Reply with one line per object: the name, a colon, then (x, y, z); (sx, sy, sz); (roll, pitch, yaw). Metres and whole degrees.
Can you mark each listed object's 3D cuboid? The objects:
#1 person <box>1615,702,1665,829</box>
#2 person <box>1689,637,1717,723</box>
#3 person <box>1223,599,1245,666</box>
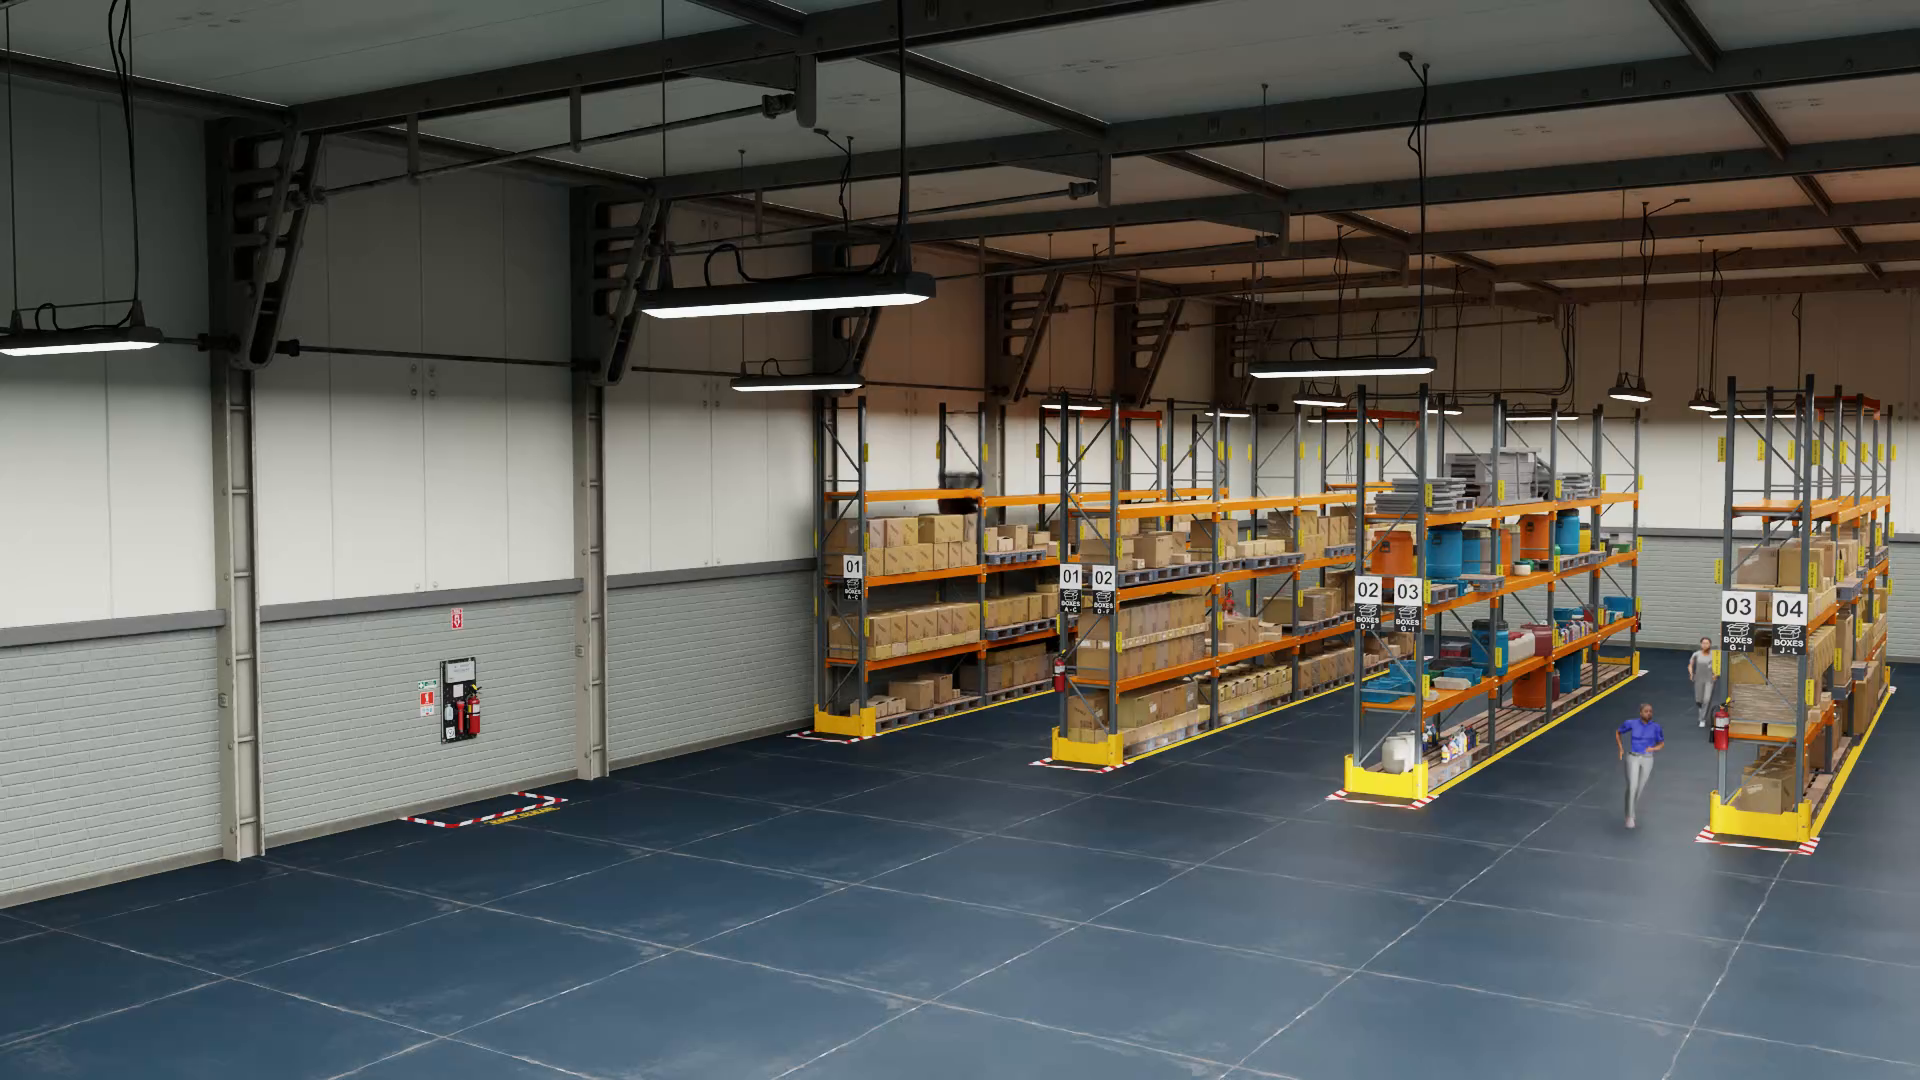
person: (9.175, 3.040, 22.447); (0.588, 1.701, 0.765); (0, 3, 7)
person: (13.702, 2.562, 30.568); (0.578, 1.562, 0.556); (2, 3, 27)
person: (5.977, 2.148, 36.851); (0.618, 1.689, 0.569); (2, 3, 30)
